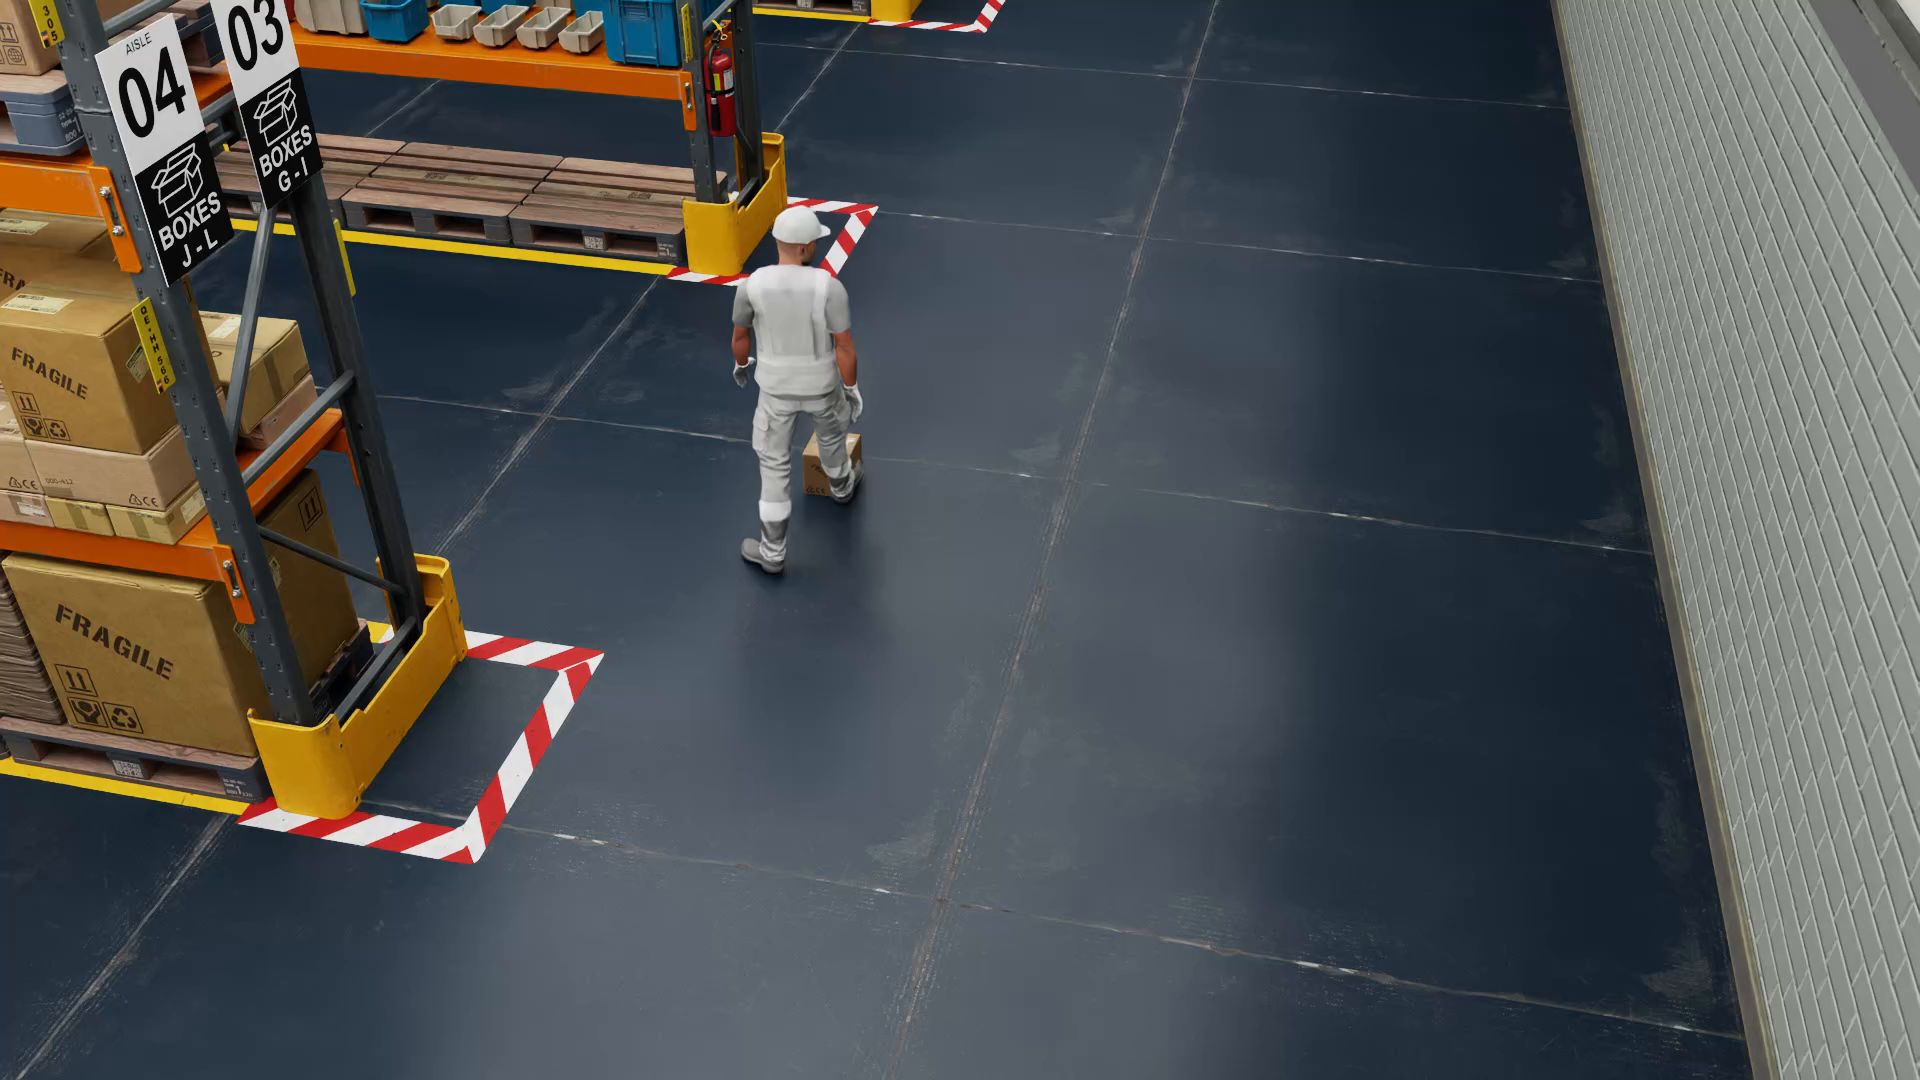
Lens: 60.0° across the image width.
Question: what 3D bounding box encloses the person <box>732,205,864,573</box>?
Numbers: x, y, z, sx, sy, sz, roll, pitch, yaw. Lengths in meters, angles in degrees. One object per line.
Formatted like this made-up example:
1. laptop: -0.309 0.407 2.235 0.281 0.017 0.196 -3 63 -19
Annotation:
1. person: -0.793 -0.783 8.018 0.636 1.752 0.891 -3 36 -4
